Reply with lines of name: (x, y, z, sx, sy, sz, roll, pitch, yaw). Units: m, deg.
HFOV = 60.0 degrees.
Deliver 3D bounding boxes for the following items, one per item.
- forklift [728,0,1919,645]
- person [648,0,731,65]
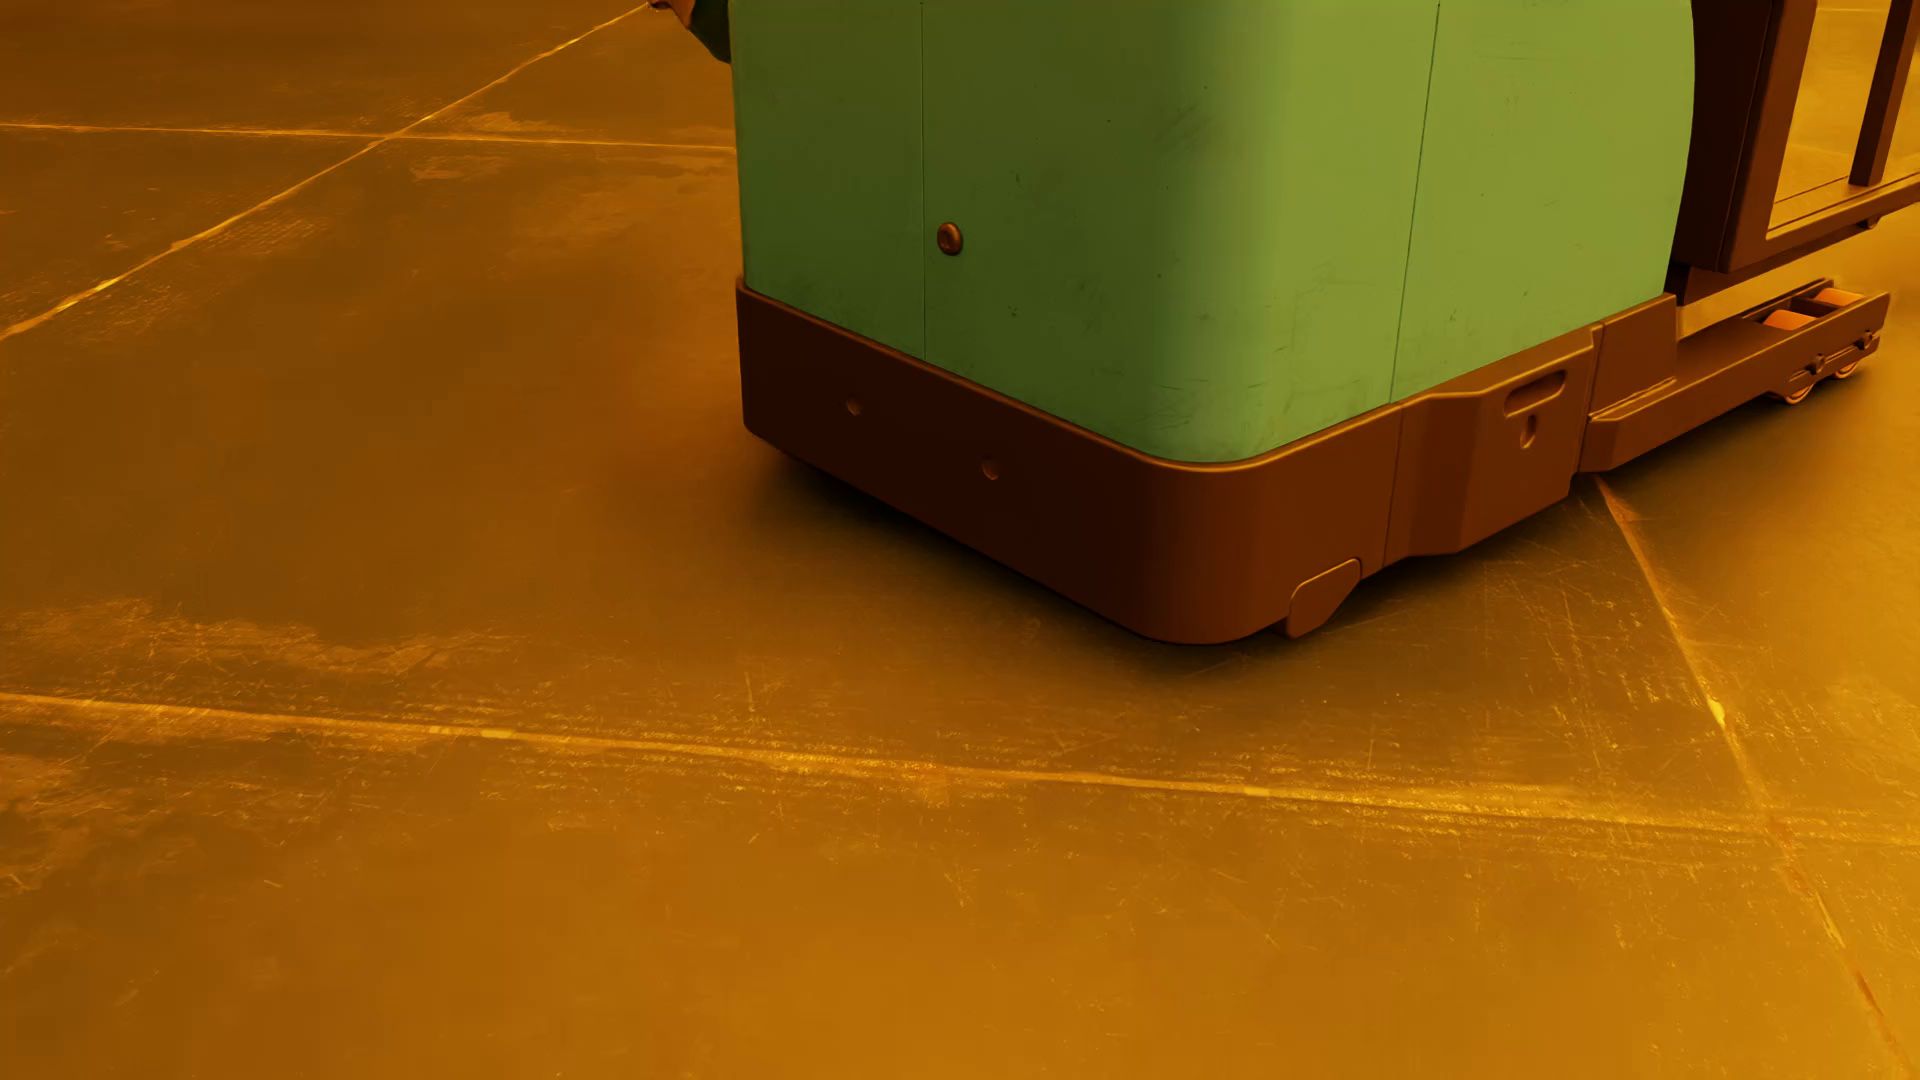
forklift: (1.091, -1.714, 2.653, 3.031, 2.935, 1.130, -21, 33, -36)
person: (-0.148, -0.983, 2.735, 0.863, 1.564, 1.136, 14, 30, 26)
